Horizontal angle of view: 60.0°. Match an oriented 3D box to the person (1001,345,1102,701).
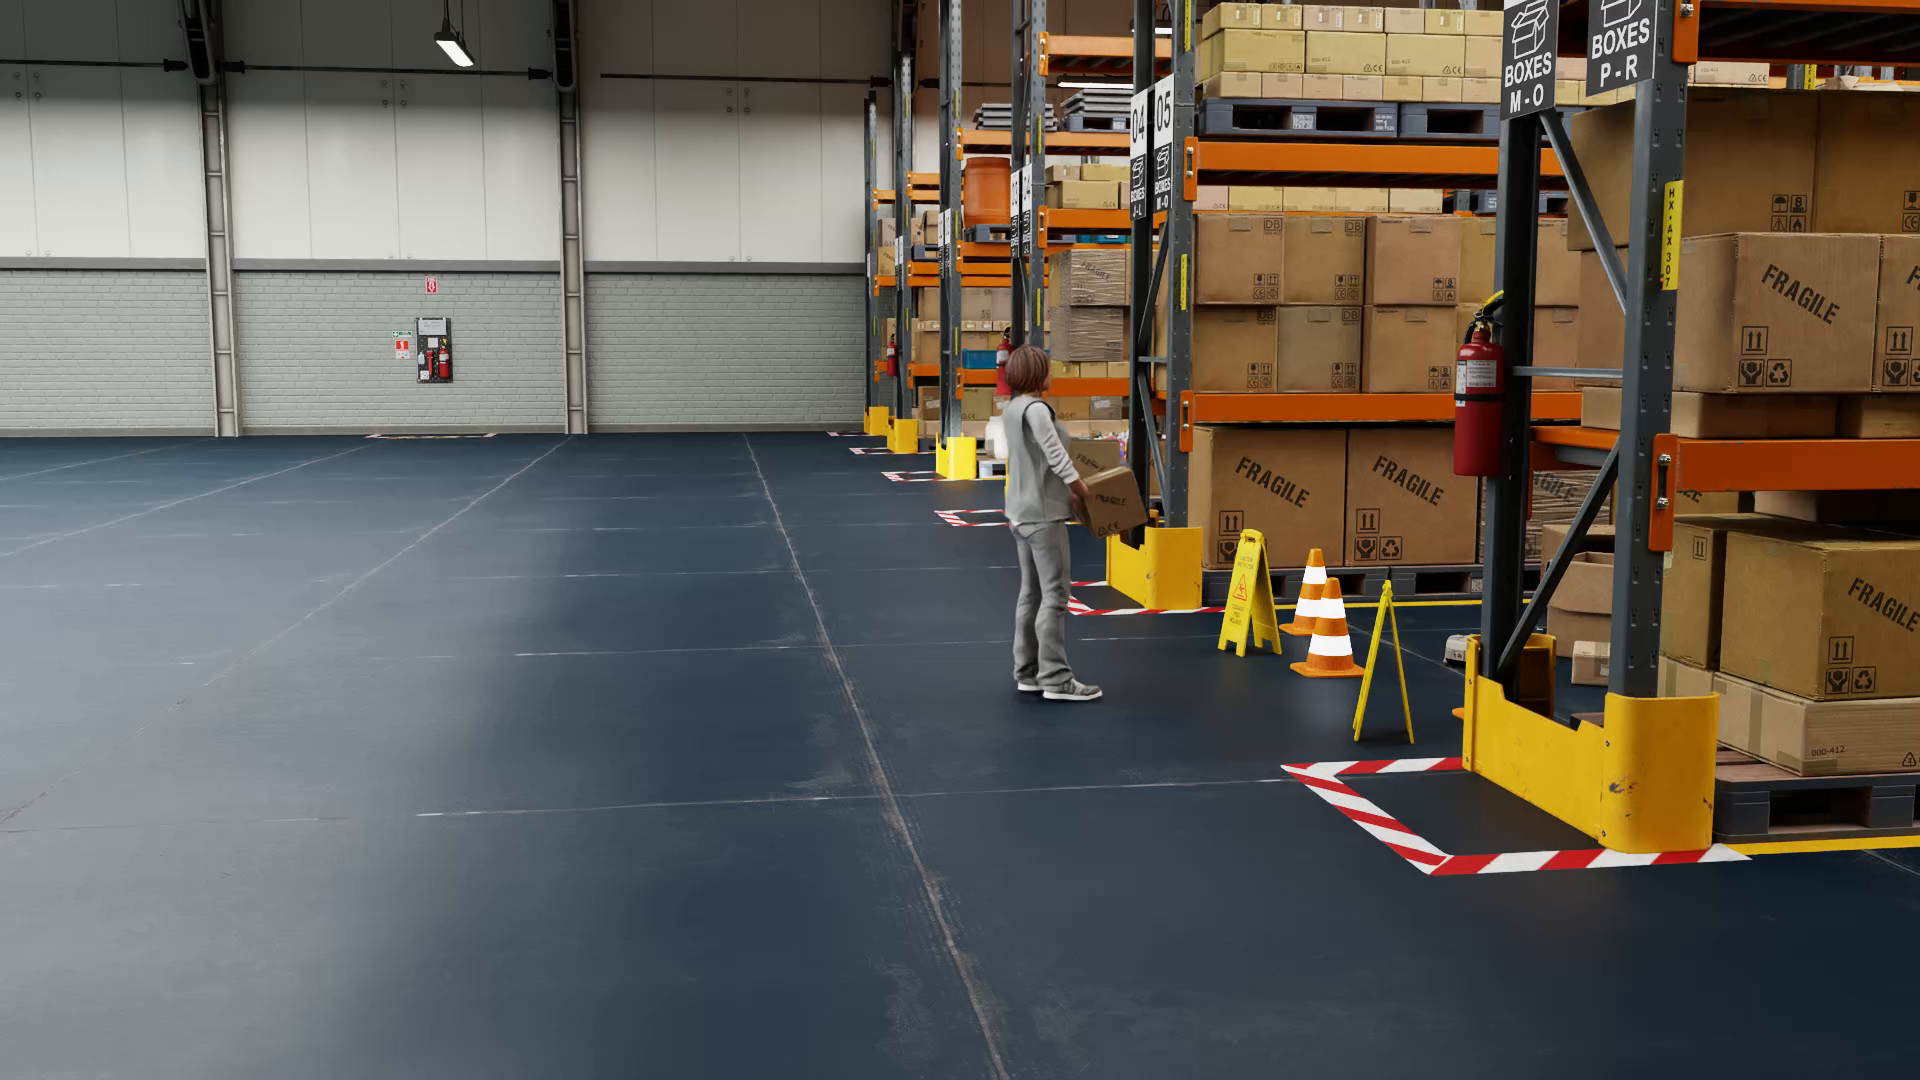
[{"bbox_3d":[0.426,-0.084,7.600,0.458,1.599,0.451,-2,7,-16],"label":"person"}]
